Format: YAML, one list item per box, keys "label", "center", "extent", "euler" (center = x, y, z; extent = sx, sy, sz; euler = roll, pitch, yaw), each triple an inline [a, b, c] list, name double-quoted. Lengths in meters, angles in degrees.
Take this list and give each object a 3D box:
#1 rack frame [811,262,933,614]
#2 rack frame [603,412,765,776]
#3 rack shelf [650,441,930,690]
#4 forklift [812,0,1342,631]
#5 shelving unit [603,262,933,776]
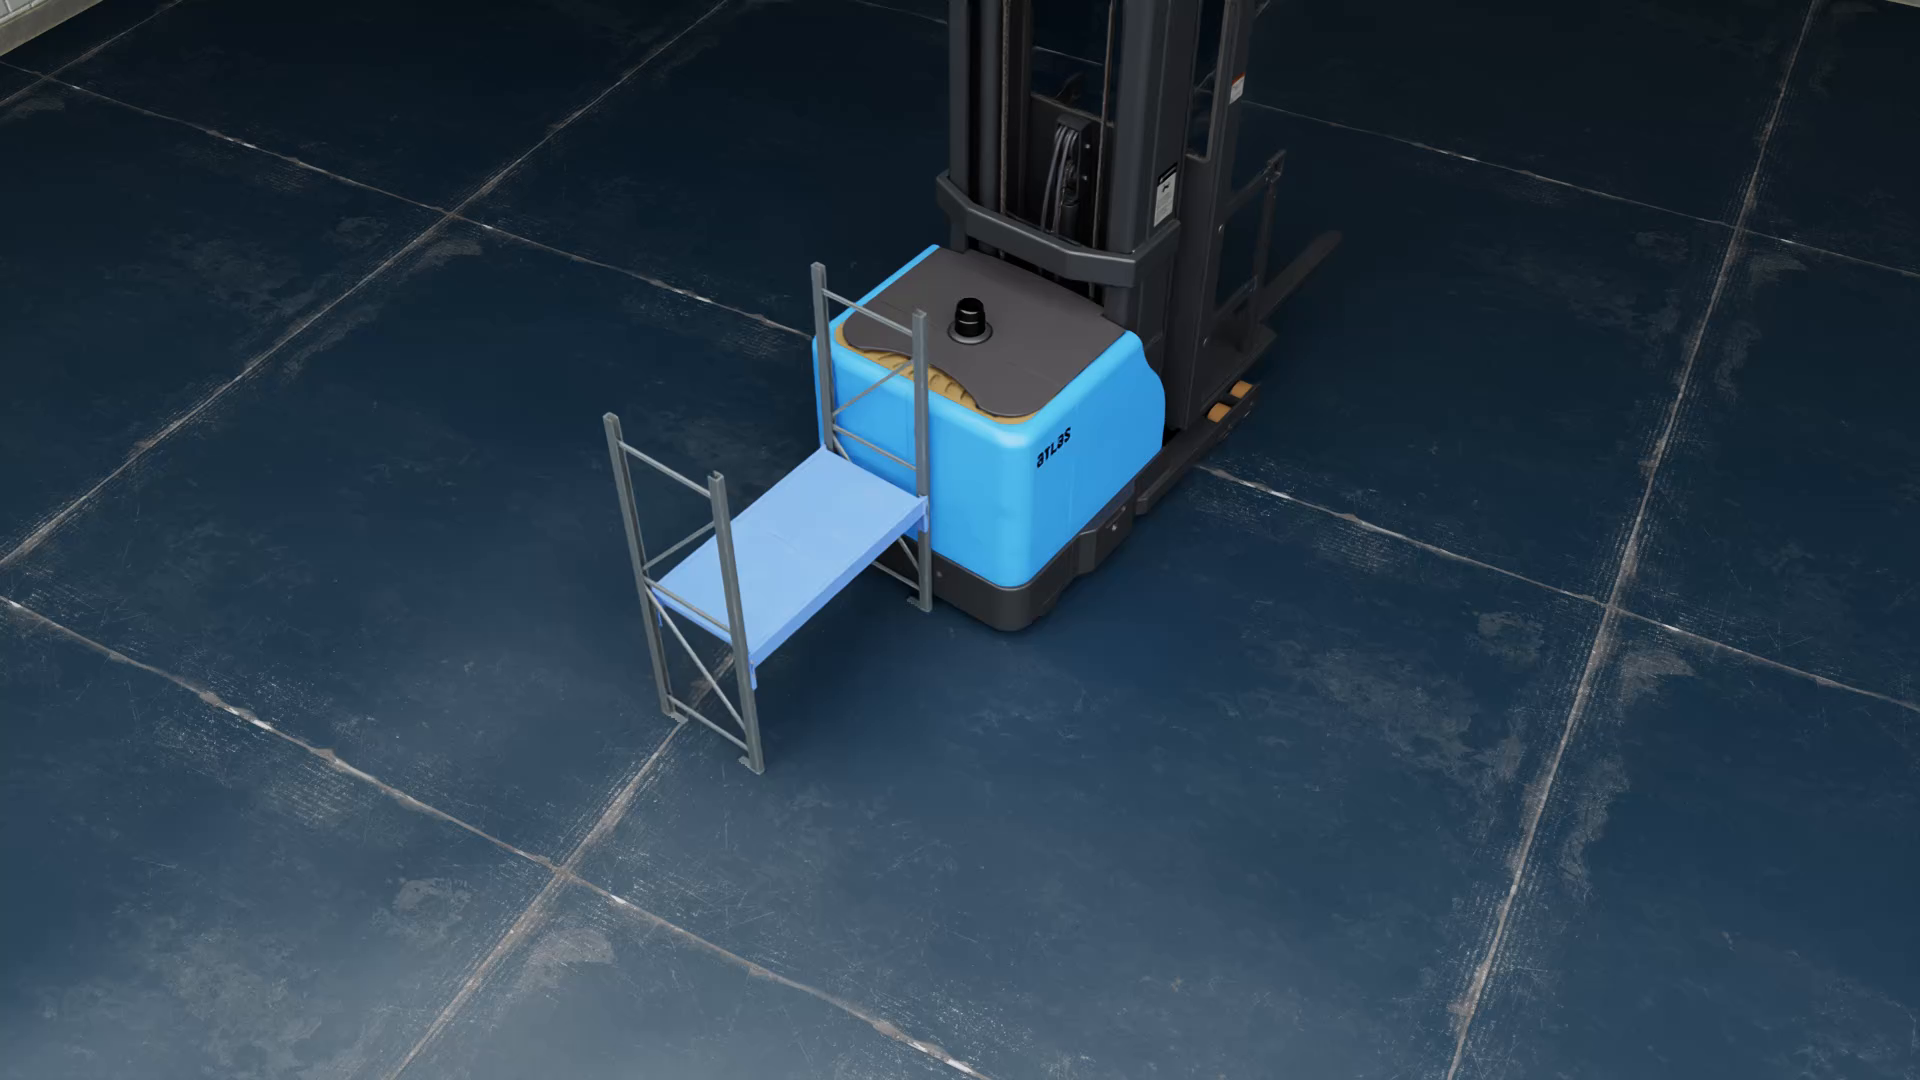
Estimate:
- label: "rack frame"
  center: [-0.320, -0.345, 6.316]
  extent: [0.500, 1.500, 0.032]
  euler: [28, 52, 25]
- label: "rack frame"
  center: [-0.934, 0.232, 5.746]
  extent: [0.500, 1.500, 0.032]
  euler: [28, 52, 25]
- label: "rack shelf"
  center: [-0.627, 0.070, 6.159]
  extent: [0.538, 0.185, 1.000]
  euler: [28, 52, 25]
- label: "forklift"
  center: [0.711, -1.671, 6.621]
  extent: [1.130, 2.935, 3.031]
  euler: [28, 52, 25]
- label: "shelving unit"
  center: [-0.627, -0.056, 6.031]
  extent: [0.538, 1.500, 1.048]
  euler: [28, 52, 25]
